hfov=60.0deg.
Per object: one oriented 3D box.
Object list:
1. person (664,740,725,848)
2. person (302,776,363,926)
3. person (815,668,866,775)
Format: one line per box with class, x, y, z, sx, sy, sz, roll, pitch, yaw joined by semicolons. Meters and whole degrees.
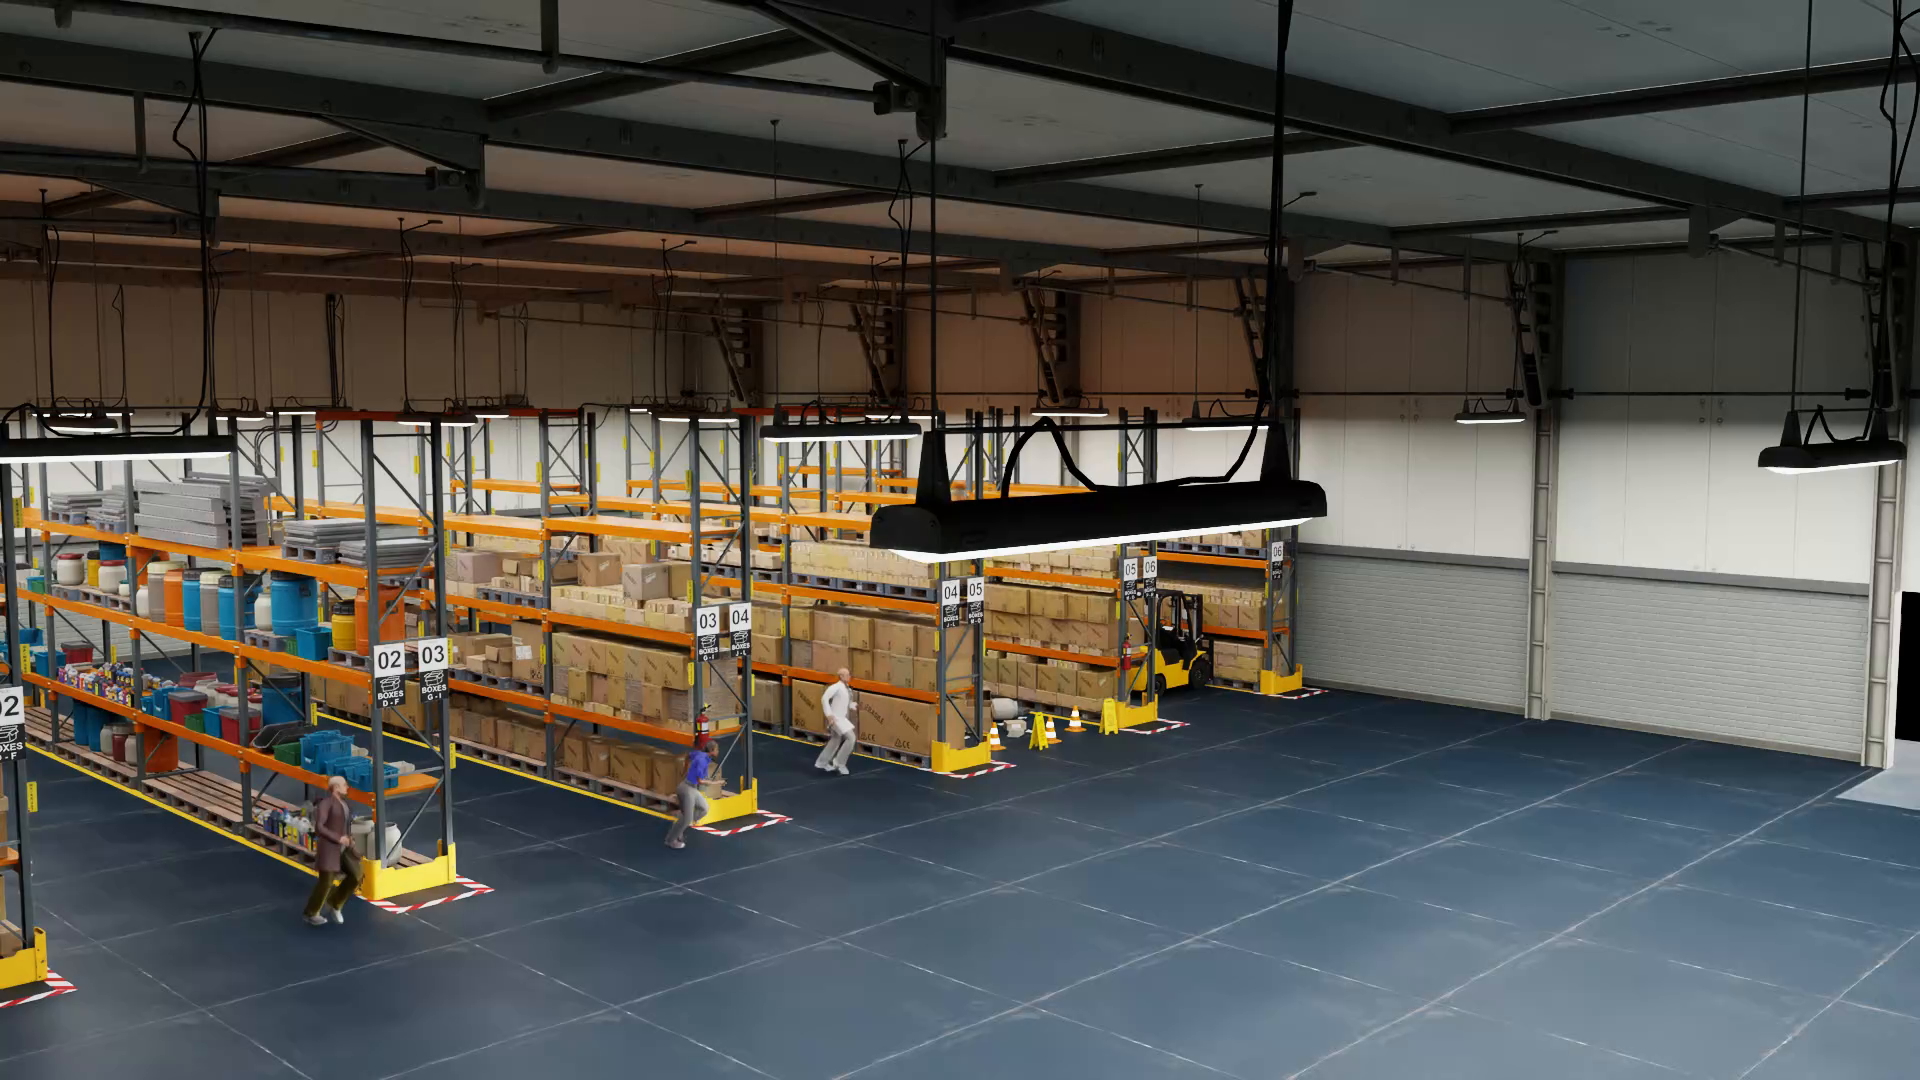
person;-3.722;3.530;23.288;0.847;1.484;0.602;-1;5;-9
person;-7.467;3.704;19.908;0.670;1.768;0.758;1;5;13
person;-2.010;3.066;27.648;0.880;1.712;0.652;1;5;12
